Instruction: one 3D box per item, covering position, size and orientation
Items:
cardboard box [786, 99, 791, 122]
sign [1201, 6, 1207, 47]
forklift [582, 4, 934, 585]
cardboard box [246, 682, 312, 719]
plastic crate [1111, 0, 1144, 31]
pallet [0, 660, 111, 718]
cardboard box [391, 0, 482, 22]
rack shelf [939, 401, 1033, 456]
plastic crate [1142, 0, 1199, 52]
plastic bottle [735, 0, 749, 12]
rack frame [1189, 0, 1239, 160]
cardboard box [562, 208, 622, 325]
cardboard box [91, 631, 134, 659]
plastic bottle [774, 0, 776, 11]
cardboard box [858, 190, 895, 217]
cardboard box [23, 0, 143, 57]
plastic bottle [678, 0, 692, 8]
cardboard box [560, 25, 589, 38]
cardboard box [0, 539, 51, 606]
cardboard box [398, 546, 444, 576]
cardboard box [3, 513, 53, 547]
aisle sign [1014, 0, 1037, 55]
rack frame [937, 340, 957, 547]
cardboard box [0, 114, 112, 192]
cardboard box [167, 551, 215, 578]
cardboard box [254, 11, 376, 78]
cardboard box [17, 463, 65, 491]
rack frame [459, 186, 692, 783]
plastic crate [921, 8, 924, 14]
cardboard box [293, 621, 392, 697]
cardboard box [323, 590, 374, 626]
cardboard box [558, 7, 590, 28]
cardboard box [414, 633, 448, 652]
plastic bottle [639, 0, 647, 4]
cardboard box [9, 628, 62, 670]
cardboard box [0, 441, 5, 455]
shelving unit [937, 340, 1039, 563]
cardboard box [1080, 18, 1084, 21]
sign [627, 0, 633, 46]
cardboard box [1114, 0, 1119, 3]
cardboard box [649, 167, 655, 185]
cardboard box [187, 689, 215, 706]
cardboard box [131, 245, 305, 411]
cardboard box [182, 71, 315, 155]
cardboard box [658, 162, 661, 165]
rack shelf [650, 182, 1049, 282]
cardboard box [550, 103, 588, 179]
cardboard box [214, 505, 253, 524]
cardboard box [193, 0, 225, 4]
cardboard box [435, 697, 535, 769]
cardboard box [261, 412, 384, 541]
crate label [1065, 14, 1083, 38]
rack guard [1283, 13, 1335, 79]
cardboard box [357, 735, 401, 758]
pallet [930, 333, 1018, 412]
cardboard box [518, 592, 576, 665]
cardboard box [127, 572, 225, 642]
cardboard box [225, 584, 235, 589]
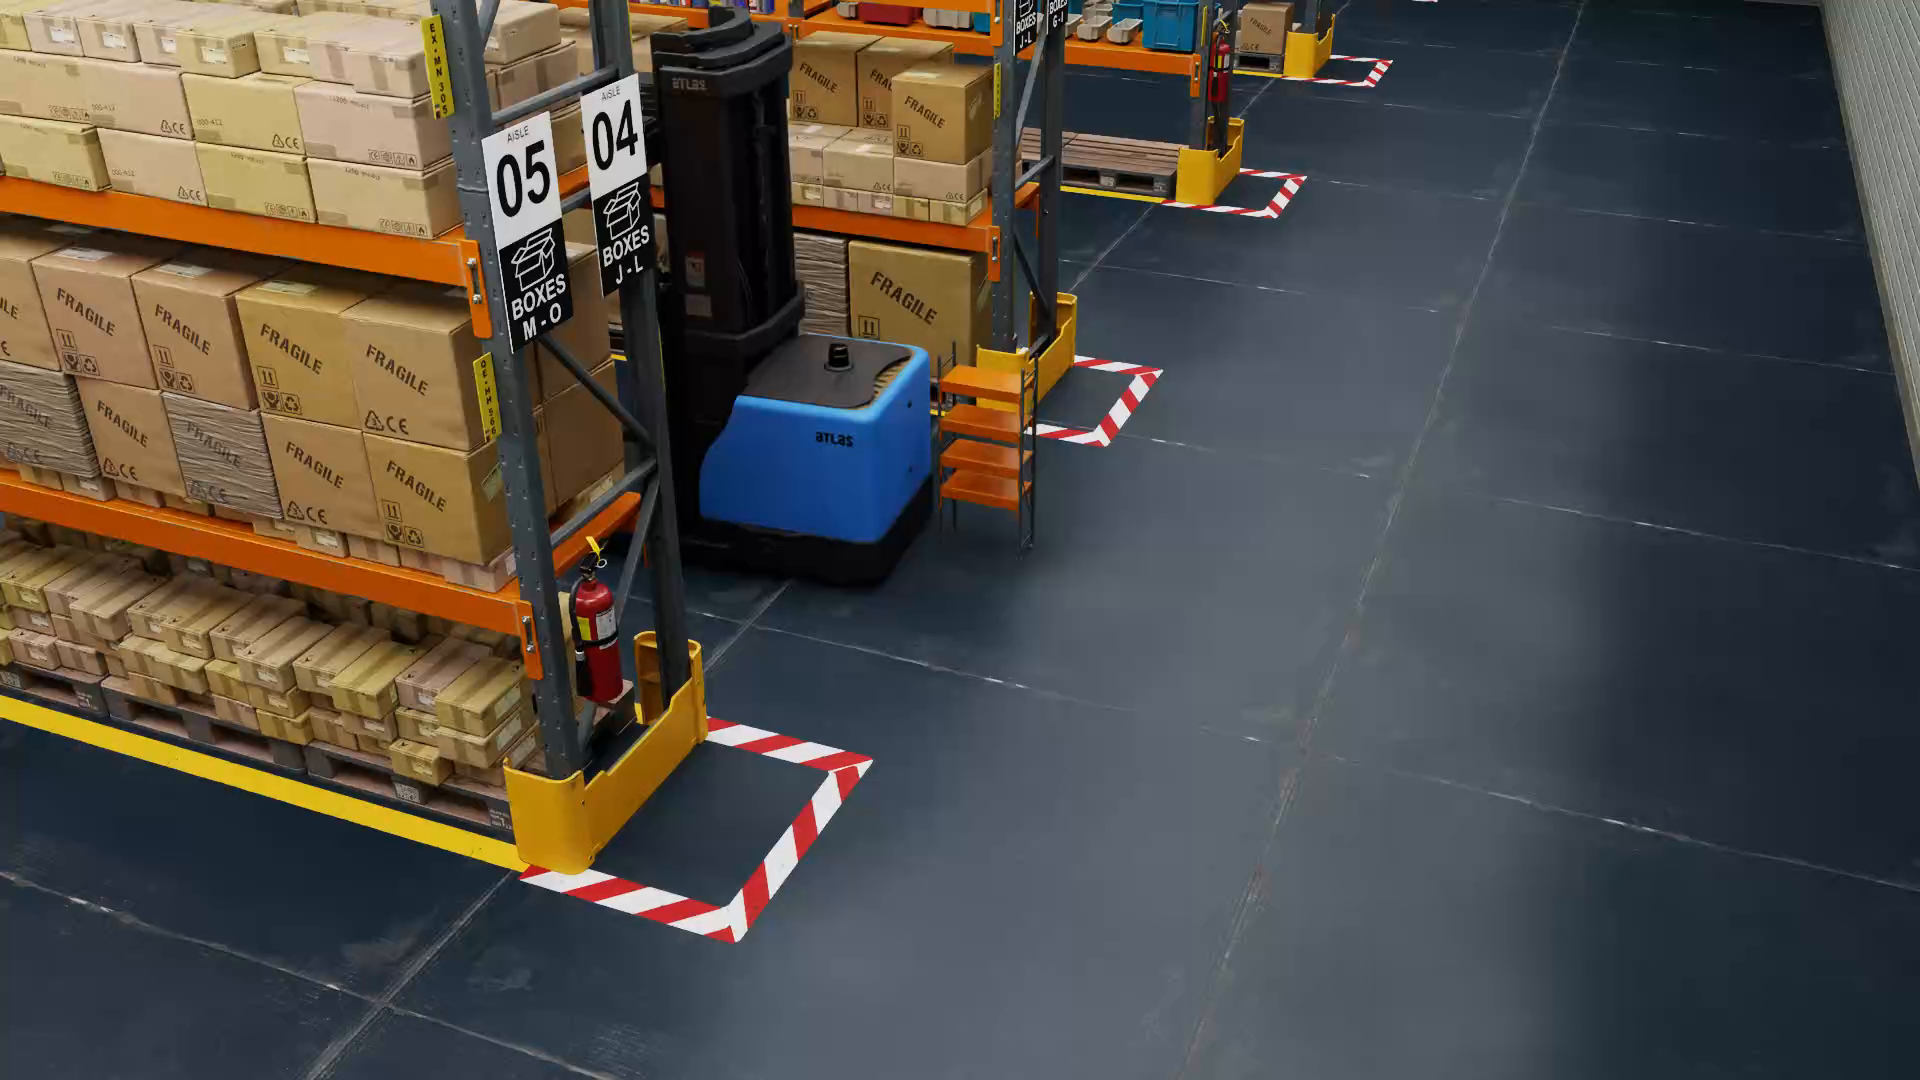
[{"bbox_3d":[-1.331,-2.932,11.739,0.500,0.250,0.500,11,31,18],"label":"cardboard box"},{"bbox_3d":[2.117,-4.450,14.408,0.005,0.325,0.100,11,31,19],"label":"sign"},{"bbox_3d":[-1.734,-1.443,9.324,3.031,2.935,1.130,9,31,15],"label":"forklift"},{"bbox_3d":[-3.075,0.645,7.729,0.250,0.149,0.380,12,32,20],"label":"cardboard box"},{"bbox_3d":[1.594,-4.903,15.486,0.300,0.233,0.416,11,31,19],"label":"plastic crate"},{"bbox_3d":[-4.583,0.451,8.738,1.213,0.211,1.003,11,31,19],"label":"pallet"},{"bbox_3d":[-1.956,-1.982,6.399,0.250,0.149,0.380,13,32,21],"label":"cardboard box"},{"bbox_3d":[0.153,-0.628,9.324,0.480,0.148,0.258,11,31,19],"label":"rack shelf"},{"bbox_3d":[1.928,-4.651,14.833,0.499,0.435,0.616,11,31,19],"label":"plastic crate"},{"bbox_3d":[-2.116,-5.269,16.142,0.133,0.283,0.061,11,31,19],"label":"plastic bottle"},{"bbox_3d":[2.309,-4.632,14.897,0.127,3.000,1.000,11,31,19],"label":"rack frame"},{"bbox_3d":[-2.678,-2.213,12.350,0.875,0.875,0.875,11,31,19],"label":"cardboard box"},{"bbox_3d":[-4.000,0.418,8.130,0.250,0.149,0.380,13,32,21],"label":"cardboard box"},{"bbox_3d":[-1.855,-5.272,16.230,0.097,0.201,0.097,0,29,0],"label":"plastic bottle"},{"bbox_3d":[-0.482,-2.275,10.982,0.250,0.149,0.380,11,31,19],"label":"cardboard box"},{"bbox_3d":[-3.348,-1.985,6.405,0.250,0.149,0.380,10,31,18],"label":"cardboard box"},{"bbox_3d":[-2.690,-5.405,16.390,0.135,0.276,0.152,11,31,19],"label":"plastic bottle"},{"bbox_3d":[-2.912,-3.300,11.627,0.500,0.500,0.500,11,31,19],"label":"cardboard box"},{"bbox_3d":[-4.744,0.164,8.277,0.250,0.149,0.380,13,32,22],"label":"cardboard box"},{"bbox_3d":[-2.137,-0.016,6.986,0.250,0.149,0.380,11,31,19],"label":"cardboard box"},{"bbox_3d":[-4.791,-0.125,8.788,0.250,0.149,0.380,12,32,21],"label":"cardboard box"},{"bbox_3d":[0.400,-3.356,9.997,0.004,0.787,0.394,11,31,19],"label":"aisle sign"},{"bbox_3d":[-0.073,-0.537,9.480,0.015,1.200,0.240,11,31,19],"label":"rack frame"},{"bbox_3d":[-3.463,-1.614,6.660,0.500,0.250,0.500,13,32,21],"label":"cardboard box"},{"bbox_3d":[-3.809,0.039,8.499,0.250,0.149,0.380,10,31,17],"label":"cardboard box"},{"bbox_3d":[-2.360,-1.828,6.126,0.250,0.149,0.380,10,31,18],"label":"cardboard box"},{"bbox_3d":[-4.086,-0.392,7.650,0.250,0.149,0.380,12,32,20],"label":"cardboard box"},{"bbox_3d":[-1.512,-0.131,6.934,0.127,3.000,1.000,11,31,19],"label":"rack frame"},{"bbox_3d":[-0.260,-5.194,16.110,0.590,0.125,0.437,11,31,19],"label":"plastic crate"},{"bbox_3d":[-2.813,0.546,7.601,0.250,0.149,0.380,10,31,17],"label":"cardboard box"},{"bbox_3d":[-2.870,0.251,8.123,0.250,0.149,0.380,13,32,21],"label":"cardboard box"},{"bbox_3d":[-2.733,-3.542,12.056,0.500,0.500,0.500,12,32,21],"label":"cardboard box"},{"bbox_3d":[-2.393,0.502,7.981,0.250,0.149,0.380,12,32,20],"label":"cardboard box"},{"bbox_3d":[-3.148,-5.449,16.544,0.097,0.201,0.097,0,29,0],"label":"plastic bottle"},{"bbox_3d":[-4.505,0.472,8.336,0.250,0.149,0.380,11,31,19],"label":"cardboard box"},{"bbox_3d":[-4.393,-0.749,7.624,0.500,0.500,0.500,11,31,19],"label":"cardboard box"},{"bbox_3d":[0.153,-0.492,9.401,0.503,1.200,0.258,11,31,19],"label":"shelving unit"},{"bbox_3d":[1.581,-6.257,20.203,0.250,0.166,0.380,11,31,19],"label":"cardboard box"},{"bbox_3d":[-1.308,-2.065,6.418,0.005,0.325,0.100,11,31,19],"label":"sign"},{"bbox_3d":[2.211,-6.390,20.096,0.637,0.503,0.797,11,31,19],"label":"cardboard box"},{"bbox_3d":[-2.142,-2.606,11.568,0.250,0.149,0.380,11,31,18],"label":"cardboard box"},{"bbox_3d":[-3.512,0.636,8.047,0.250,0.149,0.380,12,32,21],"label":"cardboard box"},{"bbox_3d":[-2.984,-0.897,6.868,0.500,0.500,0.500,13,32,22],"label":"cardboard box"},{"bbox_3d":[-2.509,-1.653,6.221,0.500,0.250,0.500,10,31,18],"label":"cardboard box"},{"bbox_3d":[-1.982,-2.784,11.478,0.500,0.250,0.500,12,32,20],"label":"cardboard box"},{"bbox_3d":[-1.407,-2.431,11.733,4.000,0.370,1.077,11,31,19],"label":"rack shelf"},{"bbox_3d":[-1.832,-1.571,6.586,0.500,0.250,0.500,12,32,21],"label":"cardboard box"},{"bbox_3d":[-3.081,-0.232,7.367,0.250,0.149,0.380,10,31,17],"label":"cardboard box"},{"bbox_3d":[-2.892,-2.203,6.789,0.250,0.149,0.380,12,32,21],"label":"cardboard box"},{"bbox_3d":[-2.108,0.830,7.401,0.250,0.149,0.380,10,31,18],"label":"cardboard box"},{"bbox_3d":[-2.500,-0.368,6.948,0.500,0.500,0.500,11,31,18],"label":"cardboard box"},{"bbox_3d":[0.955,-4.713,15.246,0.243,0.136,0.396,11,31,19],"label":"crate label"},{"bbox_3d":[4.104,-5.816,19.532,0.348,0.500,1.175,11,31,19],"label":"rack guard"},{"bbox_3d":[-2.567,0.835,7.694,0.250,0.149,0.380,11,31,19],"label":"cardboard box"},{"bbox_3d":[-0.324,-1.272,11.787,1.213,0.211,1.003,11,31,19],"label":"pallet"},{"bbox_3d":[-1.870,0.416,7.831,0.250,0.149,0.380,10,31,17],"label":"cardboard box"},{"bbox_3d":[-3.752,0.323,7.995,0.250,0.149,0.380,10,31,17],"label":"cardboard box"},{"bbox_3d":[-3.617,0.245,8.436,0.250,0.149,0.380,10,31,17],"label":"cardboard box"}]
